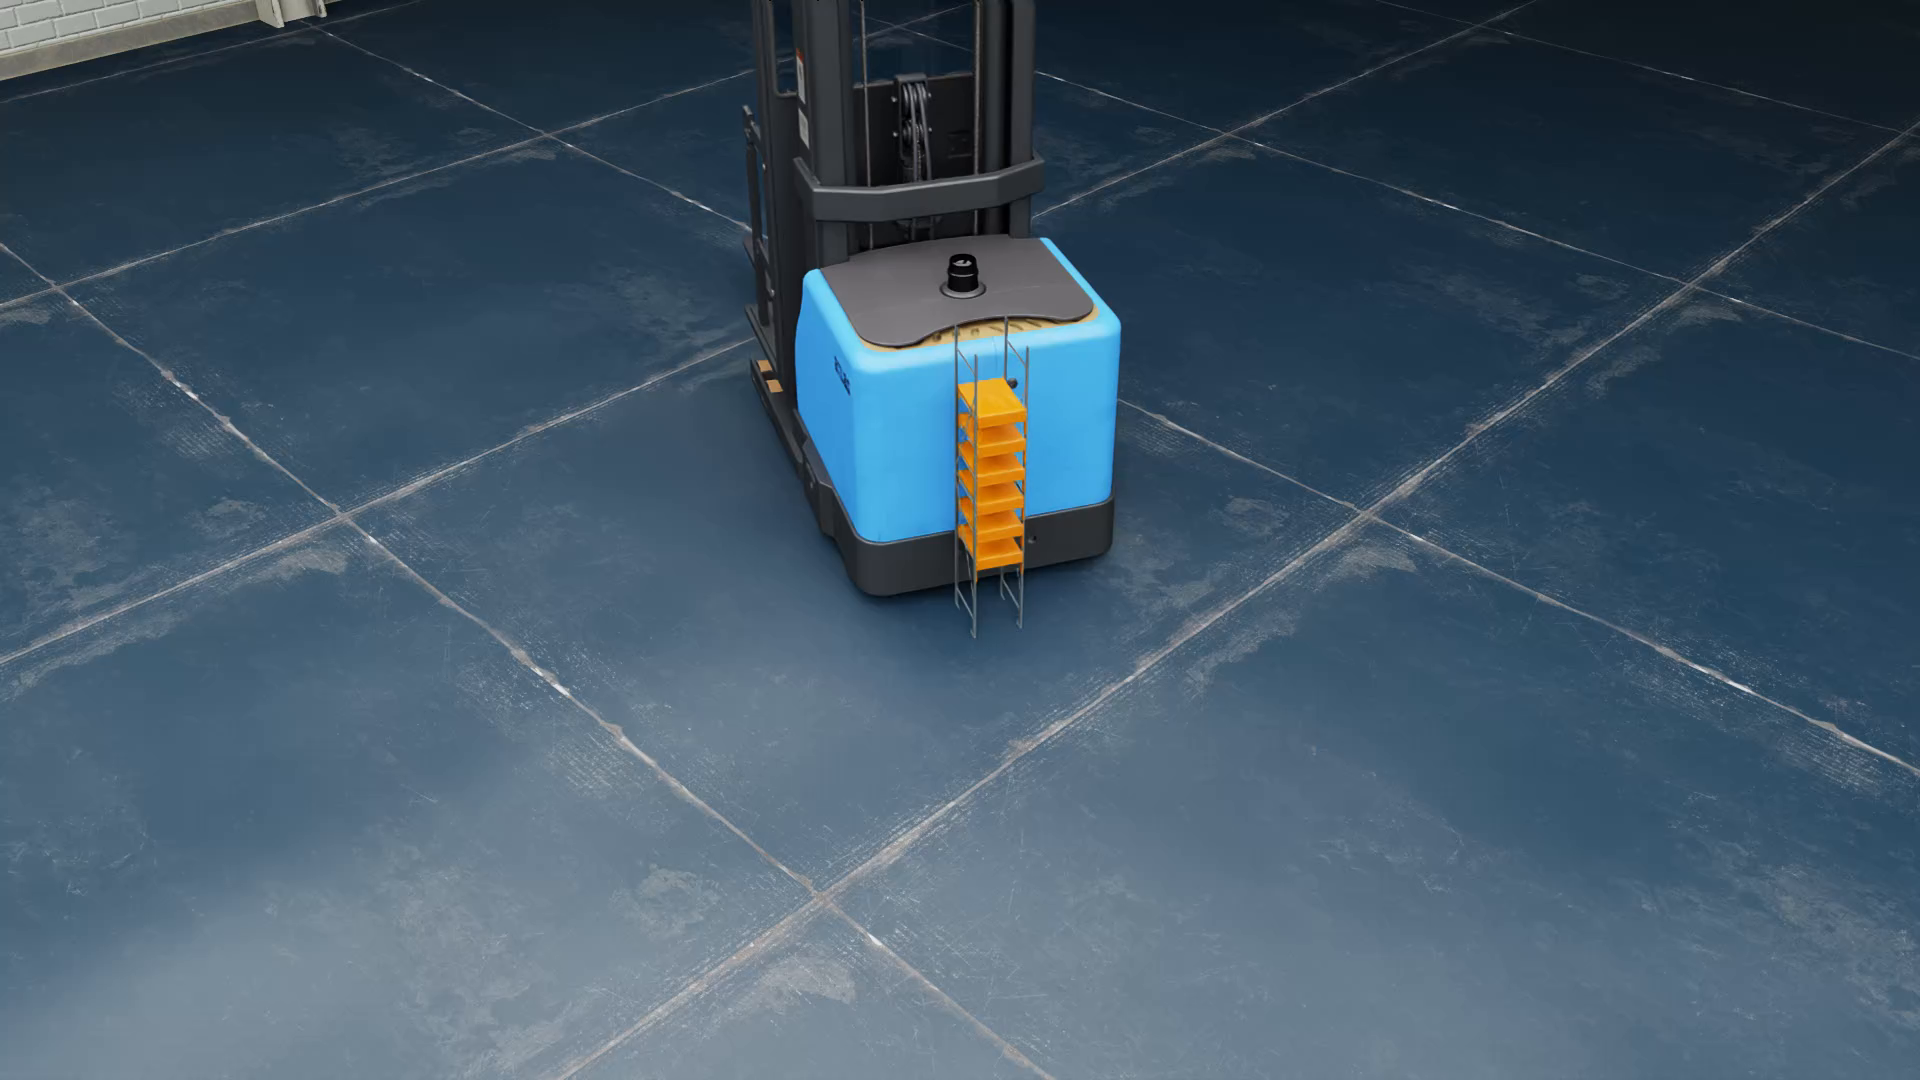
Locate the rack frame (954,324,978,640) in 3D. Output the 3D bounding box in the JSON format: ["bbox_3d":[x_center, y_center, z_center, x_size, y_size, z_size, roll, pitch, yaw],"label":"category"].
[{"bbox_3d":[0.020,-0.186,5.967,0.006,1.200,0.240,-10,36,-15],"label":"rack frame"}]

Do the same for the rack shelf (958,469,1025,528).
[{"bbox_3d":[0.107,-0.165,6.016,0.180,0.103,0.258,-10,36,-15],"label":"rack shelf"}]

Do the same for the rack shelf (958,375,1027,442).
[{"bbox_3d":[0.107,-0.460,5.810,0.180,0.103,0.258,-10,36,-15],"label":"rack shelf"}]

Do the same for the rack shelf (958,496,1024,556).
[{"bbox_3d":[0.107,-0.067,6.084,0.180,0.103,0.258,-10,36,-15],"label":"rack shelf"}]

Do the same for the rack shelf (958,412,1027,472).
[{"bbox_3d":[0.107,-0.362,5.878,0.180,0.103,0.258,-10,36,-15],"label":"rack shelf"}]

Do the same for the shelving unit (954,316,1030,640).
[{"bbox_3d":[0.107,-0.202,5.990,0.189,1.200,0.258,-10,36,-15],"label":"shelving unit"}]

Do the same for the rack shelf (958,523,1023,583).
[{"bbox_3d":[0.107,0.031,6.153,0.180,0.103,0.258,-10,36,-15],"label":"rack shelf"}]

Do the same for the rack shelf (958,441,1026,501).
[{"bbox_3d":[0.107,-0.264,5.947,0.180,0.103,0.258,-10,36,-15],"label":"rack shelf"}]

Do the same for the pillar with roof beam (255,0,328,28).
[{"bbox_3d":[-1.876,-5.821,7.230,9.100,9.000,0.400,30,45,35],"label":"pillar with roof beam"}]

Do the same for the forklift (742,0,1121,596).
[{"bbox_3d":[-0.334,-1.830,6.812,1.130,2.935,3.031,-11,36,-15],"label":"forklift"}]

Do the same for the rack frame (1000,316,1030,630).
[{"bbox_3d":[0.194,-0.218,6.013,0.006,1.200,0.240,-10,36,-15],"label":"rack frame"}]
